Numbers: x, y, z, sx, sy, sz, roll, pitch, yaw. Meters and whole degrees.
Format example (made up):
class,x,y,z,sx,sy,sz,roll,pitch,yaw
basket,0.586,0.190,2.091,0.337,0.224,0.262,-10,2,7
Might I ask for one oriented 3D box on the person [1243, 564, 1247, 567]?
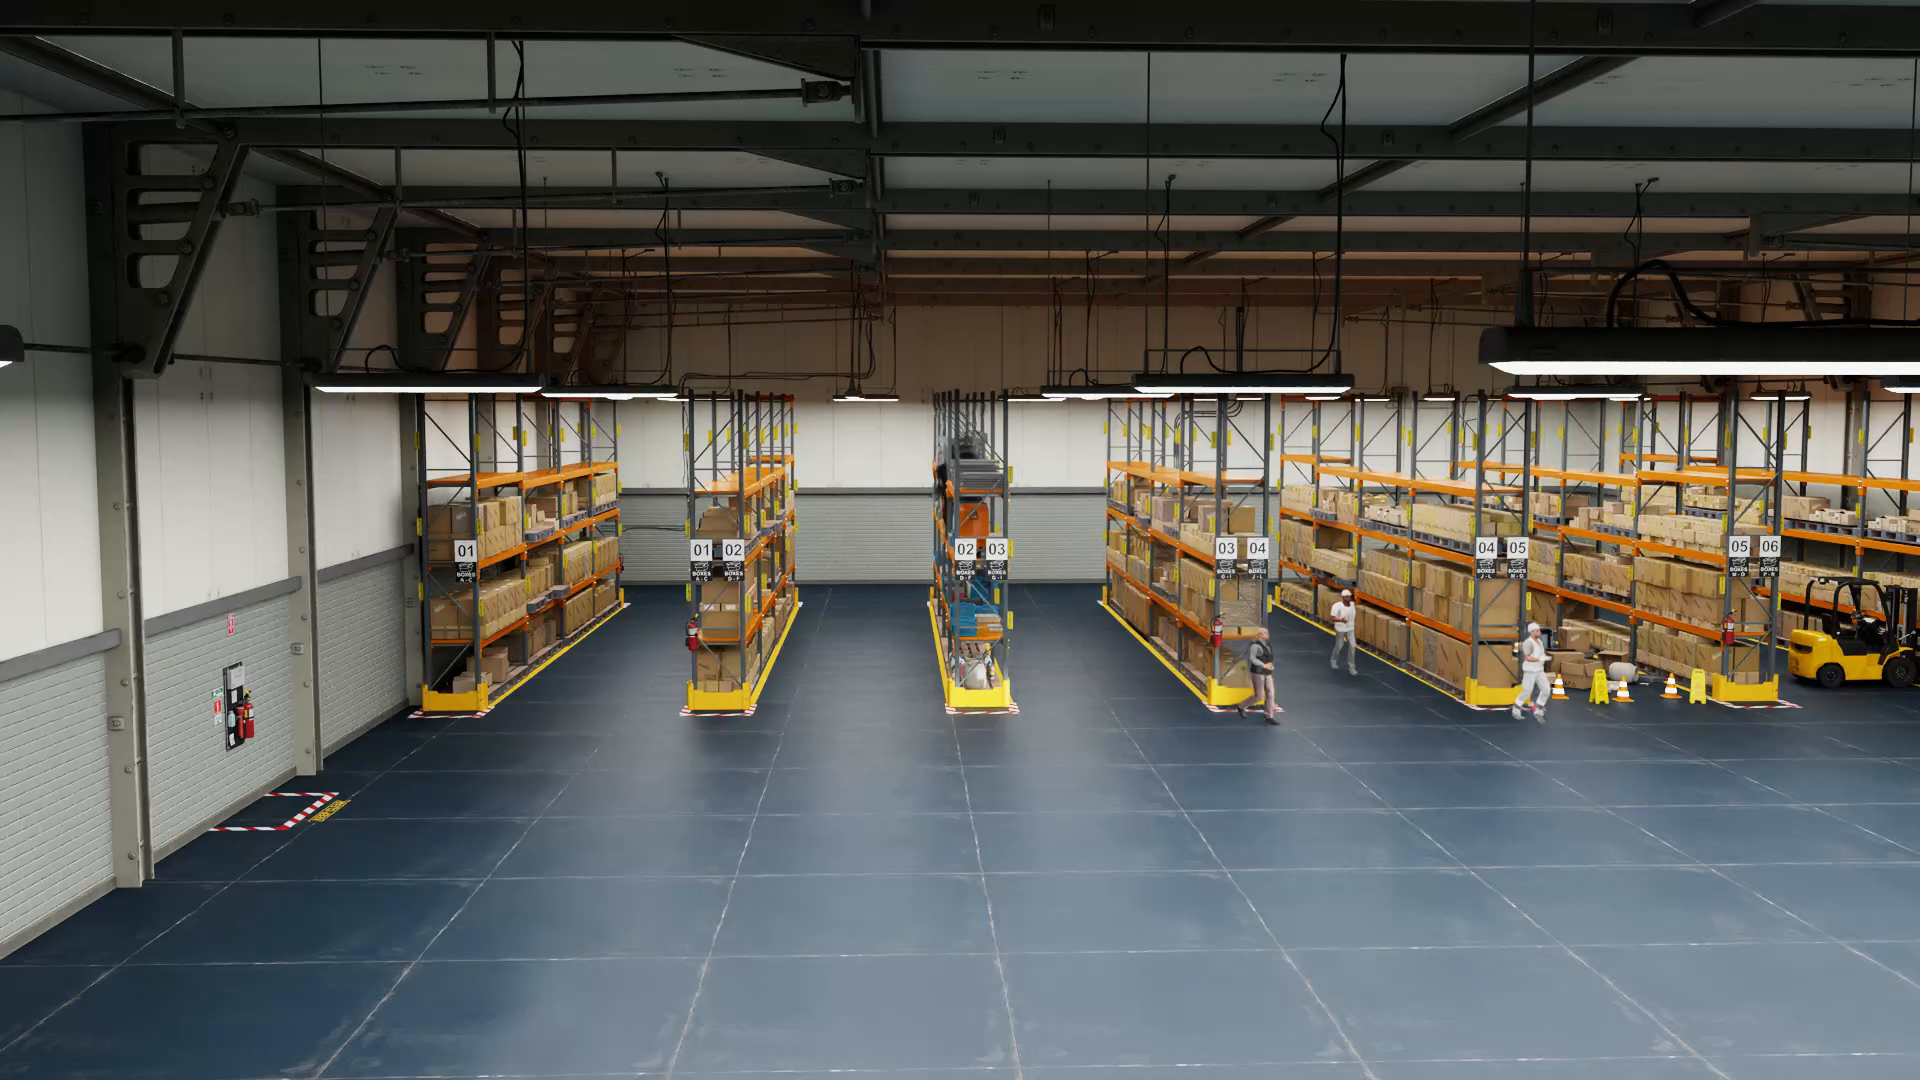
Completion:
class,x,y,z,sx,sy,sz,roll,pitch,yaw
person,7.979,1.182,45.641,0.570,1.664,0.547,0,5,0

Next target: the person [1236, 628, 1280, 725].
class,x,y,z,sx,sy,sz,roll,pitch,yaw
person,5.398,2.432,29.905,0.822,1.731,0.683,4,6,39

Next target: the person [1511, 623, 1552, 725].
class,x,y,z,sx,sy,sz,roll,pitch,yaw
person,10.267,2.403,29.782,0.665,1.851,0.775,-4,6,-39

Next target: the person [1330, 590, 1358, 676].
class,x,y,z,sx,sy,sz,roll,pitch,yaw
person,8.177,1.940,35.475,0.640,1.796,0.890,-1,5,-10
